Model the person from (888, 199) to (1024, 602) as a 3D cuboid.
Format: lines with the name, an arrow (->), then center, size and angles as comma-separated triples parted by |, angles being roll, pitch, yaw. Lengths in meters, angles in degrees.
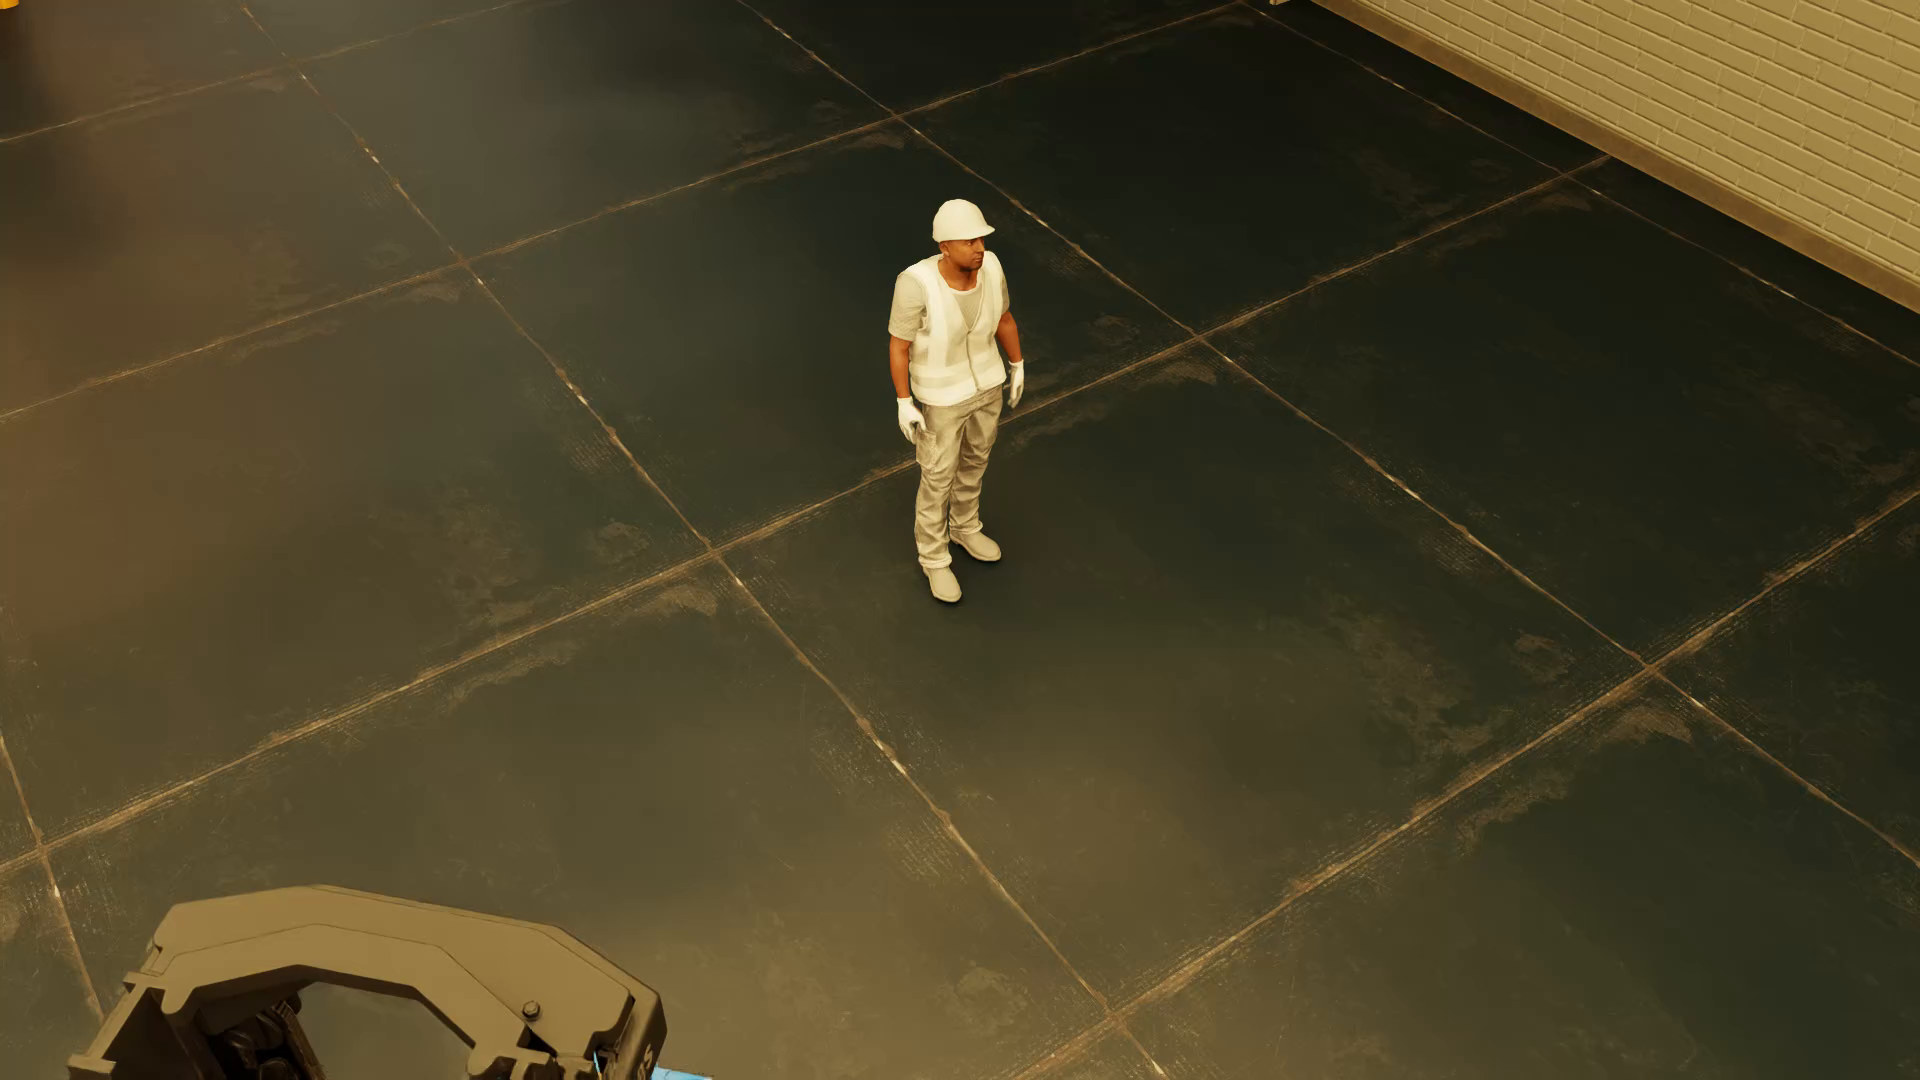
person -> 0.035, -0.617, 7.222 | 0.657, 1.785, 0.575 | -25, 48, -25

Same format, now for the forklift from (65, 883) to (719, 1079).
forklift -> -1.124, 2.185, 3.345 | 1.130, 2.935, 3.031 | 8, 43, 9
